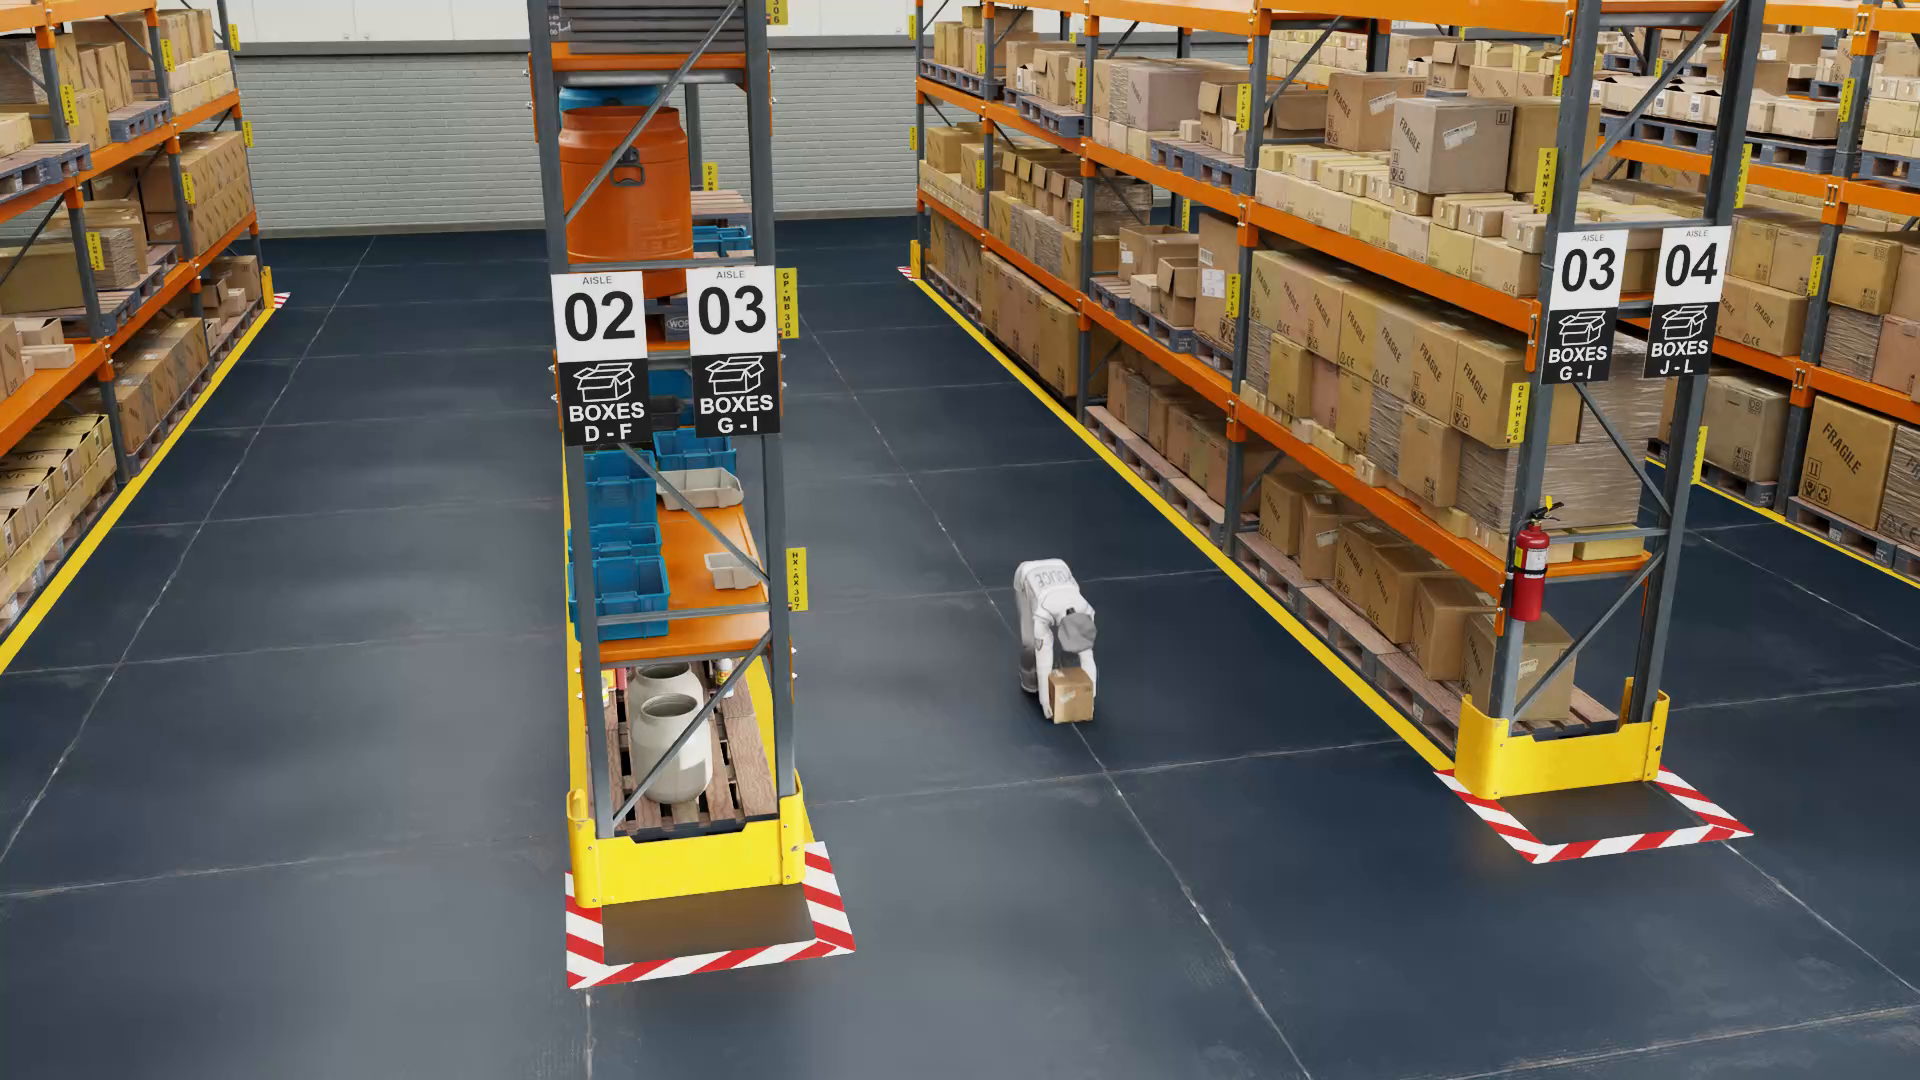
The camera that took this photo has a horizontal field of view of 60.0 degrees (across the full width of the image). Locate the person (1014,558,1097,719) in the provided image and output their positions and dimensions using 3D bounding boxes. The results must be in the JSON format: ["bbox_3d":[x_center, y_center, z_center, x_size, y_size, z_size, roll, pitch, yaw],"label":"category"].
[{"bbox_3d":[0.621,0.603,10.622,0.469,0.834,0.890,-5,20,-15],"label":"person"}]
